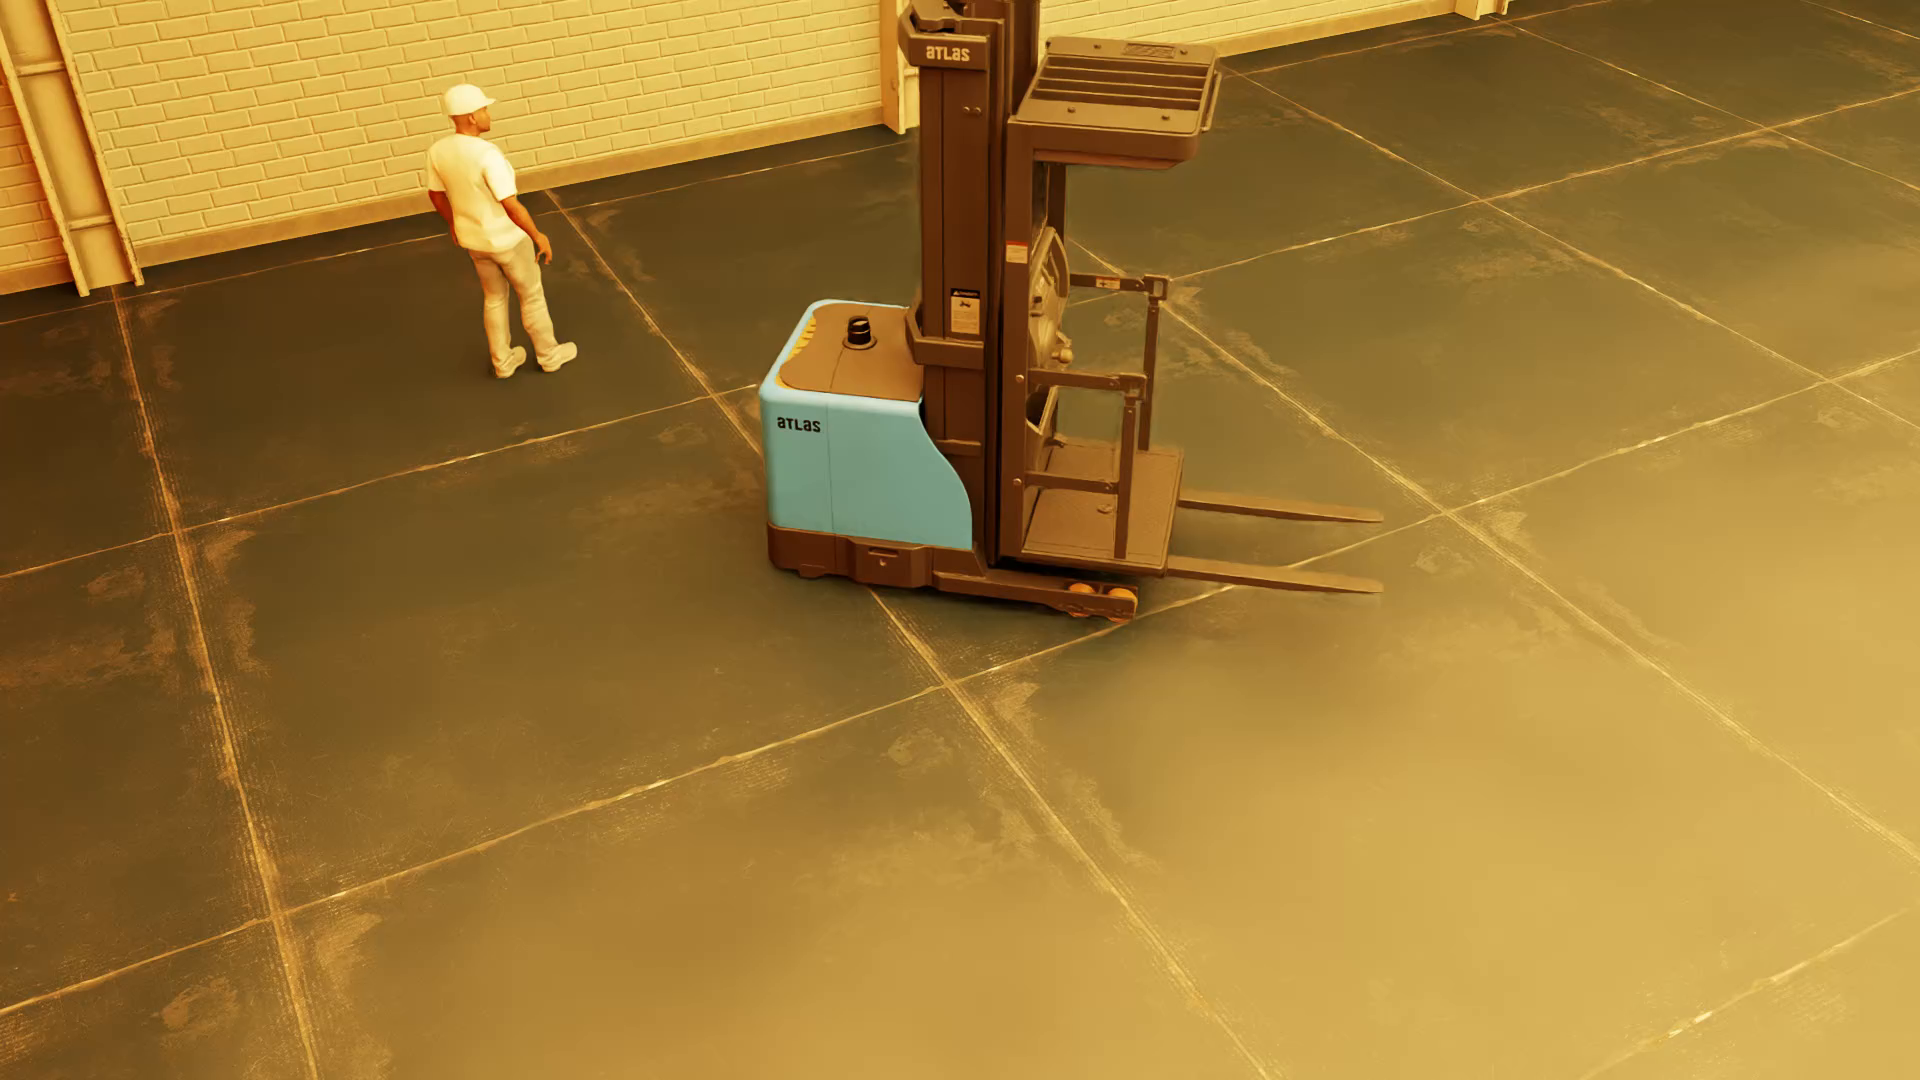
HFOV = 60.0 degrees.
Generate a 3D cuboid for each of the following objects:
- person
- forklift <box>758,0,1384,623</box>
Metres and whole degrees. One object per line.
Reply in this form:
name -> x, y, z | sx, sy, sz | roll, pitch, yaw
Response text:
person -> -2.659, -1.796, 9.680 | 0.753, 1.760, 0.545 | 15, 38, 20
forklift -> 0.601, -1.131, 7.723 | 3.031, 2.935, 1.130 | 7, 36, 9
